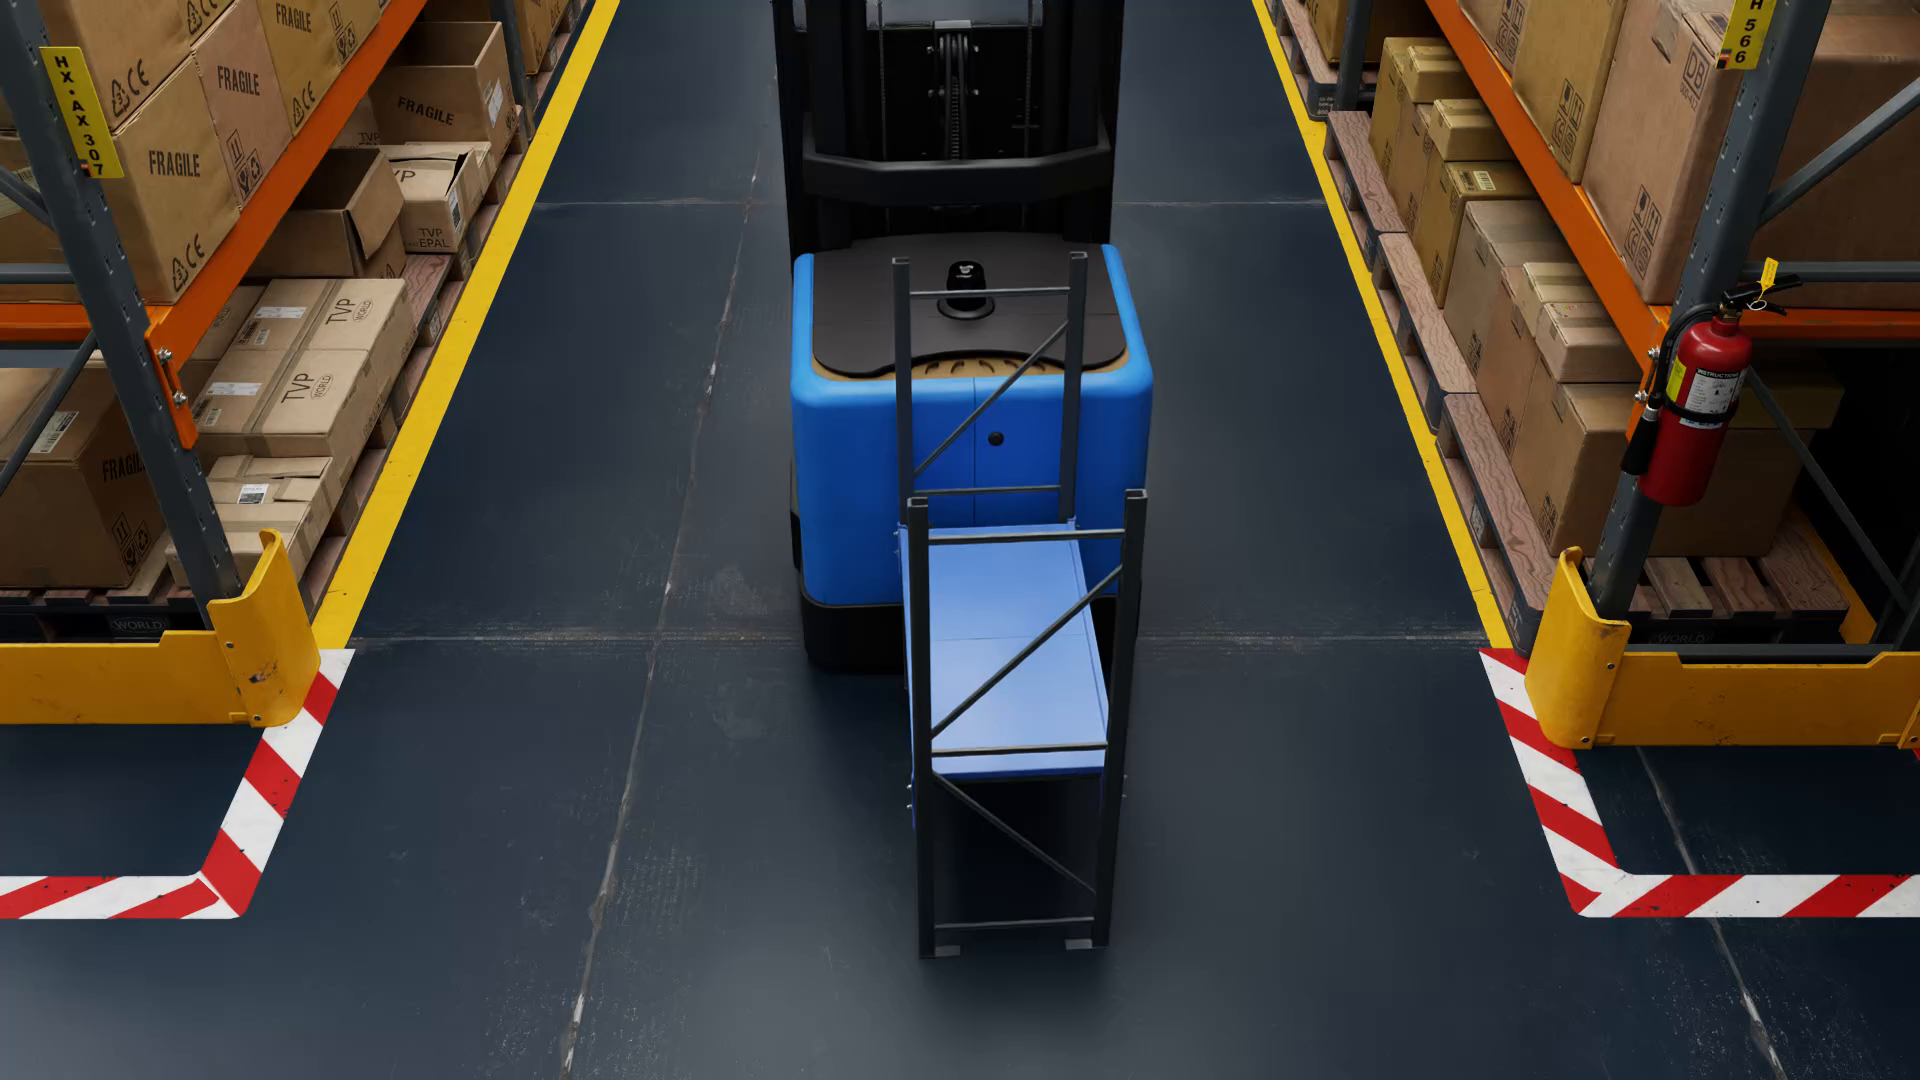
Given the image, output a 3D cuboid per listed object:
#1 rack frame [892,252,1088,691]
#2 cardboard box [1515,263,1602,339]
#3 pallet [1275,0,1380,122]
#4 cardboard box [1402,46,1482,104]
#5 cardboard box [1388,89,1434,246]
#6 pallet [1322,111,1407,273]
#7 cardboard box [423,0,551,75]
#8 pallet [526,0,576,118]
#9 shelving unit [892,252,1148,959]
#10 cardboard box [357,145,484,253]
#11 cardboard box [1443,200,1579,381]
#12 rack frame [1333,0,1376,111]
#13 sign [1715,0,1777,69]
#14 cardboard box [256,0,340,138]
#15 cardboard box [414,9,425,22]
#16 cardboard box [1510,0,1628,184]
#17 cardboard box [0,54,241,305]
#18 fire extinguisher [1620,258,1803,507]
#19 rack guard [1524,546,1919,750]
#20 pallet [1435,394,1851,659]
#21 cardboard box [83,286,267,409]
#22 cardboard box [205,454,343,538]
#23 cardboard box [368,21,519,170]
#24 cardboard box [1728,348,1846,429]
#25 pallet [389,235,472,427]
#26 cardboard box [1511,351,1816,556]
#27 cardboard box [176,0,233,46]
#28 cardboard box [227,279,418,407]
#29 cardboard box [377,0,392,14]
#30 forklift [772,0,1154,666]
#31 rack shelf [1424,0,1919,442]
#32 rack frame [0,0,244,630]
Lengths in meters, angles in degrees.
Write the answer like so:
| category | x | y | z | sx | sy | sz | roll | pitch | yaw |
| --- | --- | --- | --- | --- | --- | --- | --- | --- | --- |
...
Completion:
| category | x | y | z | sx | sy | sz | roll | pitch | yaw |
| --- | --- | --- | --- | --- | --- | --- | --- | --- | --- |
| rack frame | 0.077 | -0.137 | 4.721 | 0.500 | 1.500 | 0.032 | -2 | 39 | -3 |
| cardboard box | 2.062 | -0.788 | 5.478 | 0.380 | 0.149 | 0.250 | 1 | 39 | 1 |
| pallet | 2.265 | -2.564 | 8.781 | 1.003 | 0.211 | 1.213 | 0 | 39 | 0 |
| cardboard box | 2.058 | -1.929 | 6.903 | 0.380 | 0.149 | 0.250 | 1 | 39 | 1 |
| cardboard box | 2.237 | -1.576 | 6.981 | 0.700 | 0.500 | 0.500 | 0 | 39 | -1 |
| pallet | 2.264 | -1.606 | 7.585 | 1.003 | 0.211 | 1.213 | 0 | 39 | 0 |
| cardboard box | -2.369 | -2.663 | 8.321 | 0.500 | 0.500 | 0.500 | -2 | 39 | -2 |
| pallet | -2.651 | -2.584 | 8.806 | 1.003 | 0.211 | 1.213 | 0 | 39 | 0 |
| shelving unit | 0.109 | 0.180 | 4.325 | 0.538 | 1.500 | 1.048 | -2 | 39 | -3 |
| cardboard box | -2.327 | -1.461 | 6.973 | 0.500 | 0.311 | 0.500 | 0 | 39 | 0 |
| cardboard box | 2.244 | -0.922 | 6.165 | 0.700 | 0.500 | 0.500 | -1 | 39 | -2 |
| rack frame | 2.342 | -3.170 | 7.307 | 1.000 | 3.000 | 0.127 | 0 | 39 | 0 |
| sign | 1.804 | -1.221 | 3.759 | 0.100 | 0.325 | 0.005 | 0 | 39 | 0 |
| cardboard box | -2.348 | -1.616 | 5.287 | 0.500 | 0.500 | 0.500 | 0 | 39 | 0 |
| cardboard box | -2.899 | -2.668 | 8.328 | 0.500 | 0.500 | 0.500 | 0 | 39 | 0 |
| cardboard box | 2.324 | -1.559 | 5.057 | 0.980 | 0.700 | 0.700 | 0 | 39 | 0 |
| cardboard box | -2.344 | -0.979 | 4.493 | 0.500 | 0.500 | 0.500 | 1 | 39 | 1 |
| fire extinguisher | 1.885 | -0.398 | 4.208 | 0.296 | 0.674 | 0.183 | 0 | 39 | 0 |
| rack guard | 2.346 | 0.322 | 4.948 | 1.175 | 0.500 | 0.348 | 0 | 39 | 0 |
| pallet | 2.267 | -0.080 | 5.681 | 1.003 | 0.211 | 1.213 | 0 | 39 | 0 |
| cardboard box | -2.826 | -0.695 | 6.066 | 0.500 | 0.250 | 0.500 | 0 | 39 | 0 |
| cardboard box | -2.265 | -0.147 | 5.448 | 0.380 | 0.166 | 0.250 | 0 | 39 | 0 |
| cardboard box | -2.328 | -2.004 | 7.499 | 0.500 | 0.500 | 0.500 | 0 | 39 | 0 |
| cardboard box | 2.446 | -0.469 | 5.082 | 0.380 | 0.149 | 0.250 | 0 | 39 | 0 |
| pallet | -2.608 | -0.881 | 6.681 | 1.003 | 0.211 | 1.213 | 0 | 39 | 0 |
| cardboard box | 2.245 | -0.294 | 5.382 | 0.700 | 0.500 | 0.500 | 0 | 39 | 0 |
| cardboard box | -2.352 | -1.696 | 4.588 | 0.500 | 0.500 | 0.500 | 0 | 39 | 0 |
| cardboard box | -2.326 | -0.727 | 6.105 | 0.500 | 0.250 | 0.500 | 0 | 39 | 0 |
| cardboard box | -2.350 | -2.247 | 6.075 | 0.500 | 0.500 | 0.500 | 1 | 39 | 1 |
| forklift | -0.052 | -1.658 | 5.476 | 1.130 | 2.935 | 3.031 | -2 | 39 | -3 |
| rack shelf | 2.344 | -1.638 | 5.971 | 1.077 | 0.370 | 4.000 | 0 | 39 | 0 |
| rack frame | -2.607 | -0.662 | 4.178 | 1.000 | 3.000 | 0.127 | 0 | 39 | 0 |
